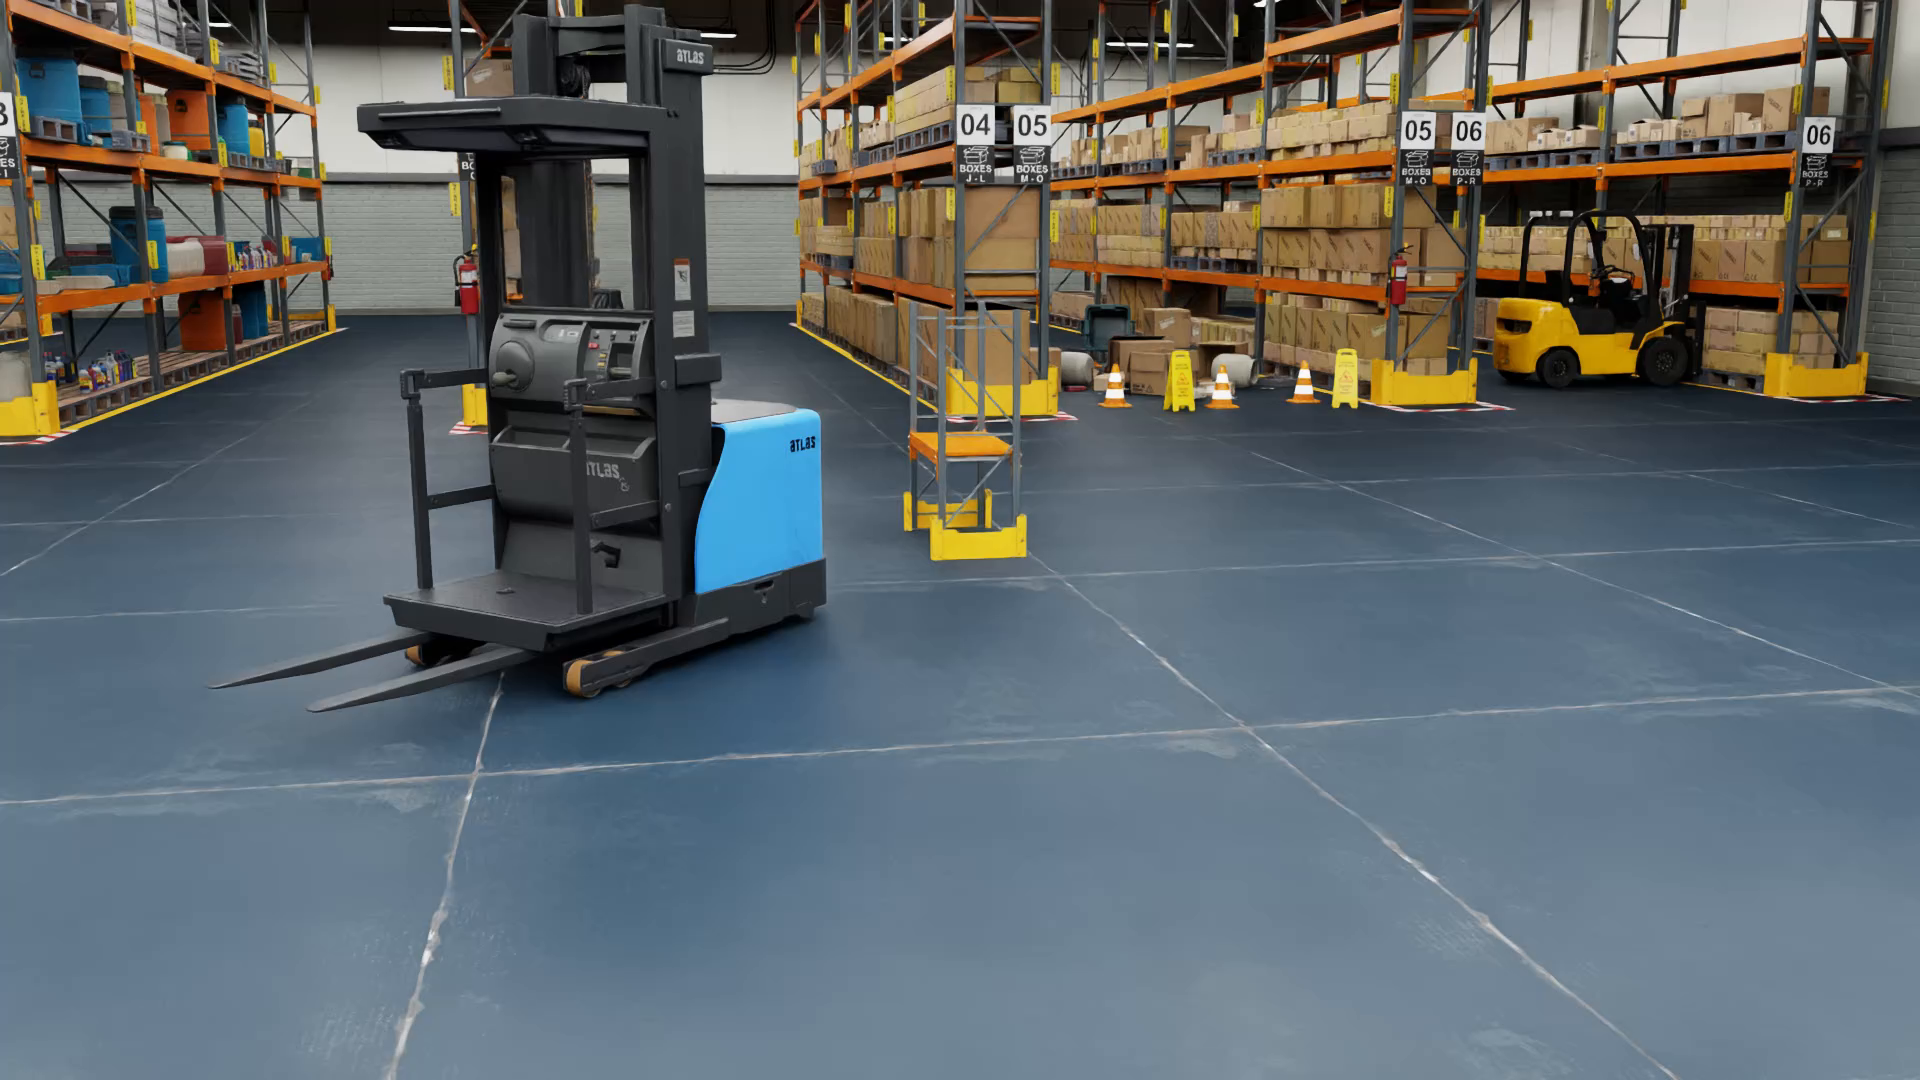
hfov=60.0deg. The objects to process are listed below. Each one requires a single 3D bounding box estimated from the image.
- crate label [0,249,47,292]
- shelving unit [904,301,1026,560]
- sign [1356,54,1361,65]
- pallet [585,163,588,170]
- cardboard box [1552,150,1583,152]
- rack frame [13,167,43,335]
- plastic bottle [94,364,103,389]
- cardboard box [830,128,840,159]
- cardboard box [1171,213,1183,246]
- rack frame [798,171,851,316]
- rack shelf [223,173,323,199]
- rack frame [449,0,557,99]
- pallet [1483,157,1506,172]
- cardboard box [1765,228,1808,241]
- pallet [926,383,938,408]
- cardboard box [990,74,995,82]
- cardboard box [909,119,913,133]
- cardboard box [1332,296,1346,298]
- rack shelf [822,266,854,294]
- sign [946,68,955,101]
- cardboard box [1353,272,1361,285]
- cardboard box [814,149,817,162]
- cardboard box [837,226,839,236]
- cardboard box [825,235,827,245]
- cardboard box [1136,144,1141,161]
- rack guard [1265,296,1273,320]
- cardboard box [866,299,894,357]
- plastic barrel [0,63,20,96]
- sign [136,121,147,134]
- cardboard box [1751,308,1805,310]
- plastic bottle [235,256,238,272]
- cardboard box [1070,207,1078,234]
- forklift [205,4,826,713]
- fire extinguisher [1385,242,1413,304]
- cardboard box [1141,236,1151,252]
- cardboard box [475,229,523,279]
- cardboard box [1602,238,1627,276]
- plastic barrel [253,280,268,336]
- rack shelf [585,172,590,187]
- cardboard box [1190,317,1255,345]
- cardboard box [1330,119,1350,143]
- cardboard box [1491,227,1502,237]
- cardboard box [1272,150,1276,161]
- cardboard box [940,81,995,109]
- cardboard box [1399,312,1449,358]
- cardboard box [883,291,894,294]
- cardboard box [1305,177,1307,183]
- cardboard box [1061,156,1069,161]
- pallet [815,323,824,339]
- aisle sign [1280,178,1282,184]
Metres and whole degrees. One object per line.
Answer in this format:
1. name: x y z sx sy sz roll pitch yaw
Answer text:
1. crate label: -9.923 -2.828 17.439 0.502 0.435 0.616 -2 11 -11
2. shelving unit: 0.015 -0.723 10.483 0.587 1.500 1.083 -2 11 -11
3. sign: 7.277 -8.834 30.334 0.100 0.325 0.005 -2 11 -11
4. pallet: -6.175 -5.628 24.724 1.213 0.211 1.003 -2 11 -8
5. cardboard box: 9.080 -5.899 24.877 0.380 0.166 0.250 -2 11 -11
6. rack frame: -17.272 -5.238 30.196 1.000 3.000 0.127 -2 11 -11
7. plastic bottle: -9.433 -1.784 18.168 0.097 0.271 0.097 0 11 0
8. cardboard box: -1.719 -6.469 27.238 0.797 0.503 0.637 -2 11 -12
9. cardboard box: 3.583 -4.802 25.715 0.500 0.500 0.500 -2 11 -13
10. rack frame: -2.669 -5.760 32.935 1.000 3.000 0.127 -2 11 -11
11. rack shelf: -12.023 -6.171 28.998 1.077 0.370 4.000 -2 11 -11
12. rack frame: -4.442 -5.610 16.106 1.000 3.000 0.127 -2 11 -11
13. pallet: 8.811 -5.932 26.322 1.213 0.211 1.003 -2 11 -8
14. cardboard box: 9.805 -3.626 19.723 0.380 0.149 0.250 -2 11 -10
15. pallet: 0.211 -1.599 18.534 1.003 0.211 1.213 -2 11 -11
16. cardboard box: 0.544 -5.035 18.252 0.380 0.149 0.250 -2 11 -10
17. cardboard box: -0.398 -4.899 19.670 0.380 0.149 0.250 -2 11 -12
18. cardboard box: 7.391 -4.654 32.686 0.700 0.500 0.500 -3 11 -13
19. rack shelf: -1.502 -4.306 27.221 1.077 0.370 4.000 -2 11 -11
20. sign: -0.092 -4.678 17.071 0.100 0.325 0.005 -2 11 -11
21. cardboard box: 4.809 -3.051 19.378 0.380 0.149 0.250 -2 11 -12
22. cardboard box: -2.320 -6.843 29.667 0.500 0.250 0.500 -3 11 -13
23. cardboard box: -1.704 -4.787 25.782 0.380 0.149 0.250 -2 11 -12
24. cardboard box: -2.005 -4.926 27.306 0.380 0.149 0.250 -2 11 -12
25. cardboard box: 3.112 -6.345 27.223 0.396 0.266 0.258 -2 11 -12
26. rack guard: 7.050 -4.898 35.091 1.175 0.500 0.348 -2 11 -11
27. cardboard box: -0.728 -2.948 23.054 1.050 0.750 0.750 -2 11 -11
28. plastic barrel: -9.647 -4.460 16.458 0.600 0.588 0.600 0 11 0
29. sign: -9.536 -4.713 19.388 0.100 0.325 0.005 -2 11 -11
30. cardboard box: 10.139 -2.738 20.617 0.500 0.250 0.500 -2 11 -11
31. plastic bottle: -10.695 -4.095 24.503 0.061 0.283 0.133 -2 11 -11
32. cardboard box: 2.383 -6.028 31.402 0.500 0.500 0.500 -2 11 -10
33. forklift: -1.888 -0.860 7.376 1.130 2.935 3.031 6 13 31
34. fire extinguisher: 4.849 -2.948 18.370 0.296 0.674 0.183 -2 11 -11
35. cardboard box: 3.276 -4.836 27.148 0.500 0.250 0.500 -2 11 -12
36. cardboard box: -4.522 -2.960 17.165 0.875 0.500 0.500 -2 11 -11
37. cardboard box: 9.199 -3.897 22.880 0.500 0.500 0.500 -2 11 -13
38. plastic barrel: -11.545 -3.759 26.914 0.600 0.901 0.708 -2 11 -11
39. rack shelf: -6.387 -5.618 26.090 1.077 0.370 4.000 -2 11 -11
40. cardboard box: 3.975 -3.167 25.220 0.950 0.372 0.625 -2 11 -12
41. cardboard box: 4.713 -4.841 19.692 0.500 0.250 0.500 -2 11 -9
42. cardboard box: 8.556 -4.828 26.039 0.380 0.149 0.250 -2 11 -10
43. cardboard box: 4.319 -5.041 21.807 0.380 0.149 0.250 -2 11 -12
44. cardboard box: 0.074 -4.706 17.593 0.500 0.250 0.500 -2 11 -10
45. cardboard box: 5.388 -2.410 19.561 0.500 0.500 0.500 -3 11 -13
46. cardboard box: -1.009 -3.774 26.061 0.500 0.250 0.500 -3 11 -14
47. cardboard box: 7.093 -7.188 33.086 0.380 0.149 0.250 -2 11 -12
48. cardboard box: 2.343 -7.534 33.247 0.500 0.250 0.500 -3 11 -16
49. pallet: -2.056 -3.778 29.982 1.003 0.211 1.213 -2 11 -11
50. aisle sign: 6.734 -7.418 34.697 0.394 0.787 0.004 -2 11 -11
